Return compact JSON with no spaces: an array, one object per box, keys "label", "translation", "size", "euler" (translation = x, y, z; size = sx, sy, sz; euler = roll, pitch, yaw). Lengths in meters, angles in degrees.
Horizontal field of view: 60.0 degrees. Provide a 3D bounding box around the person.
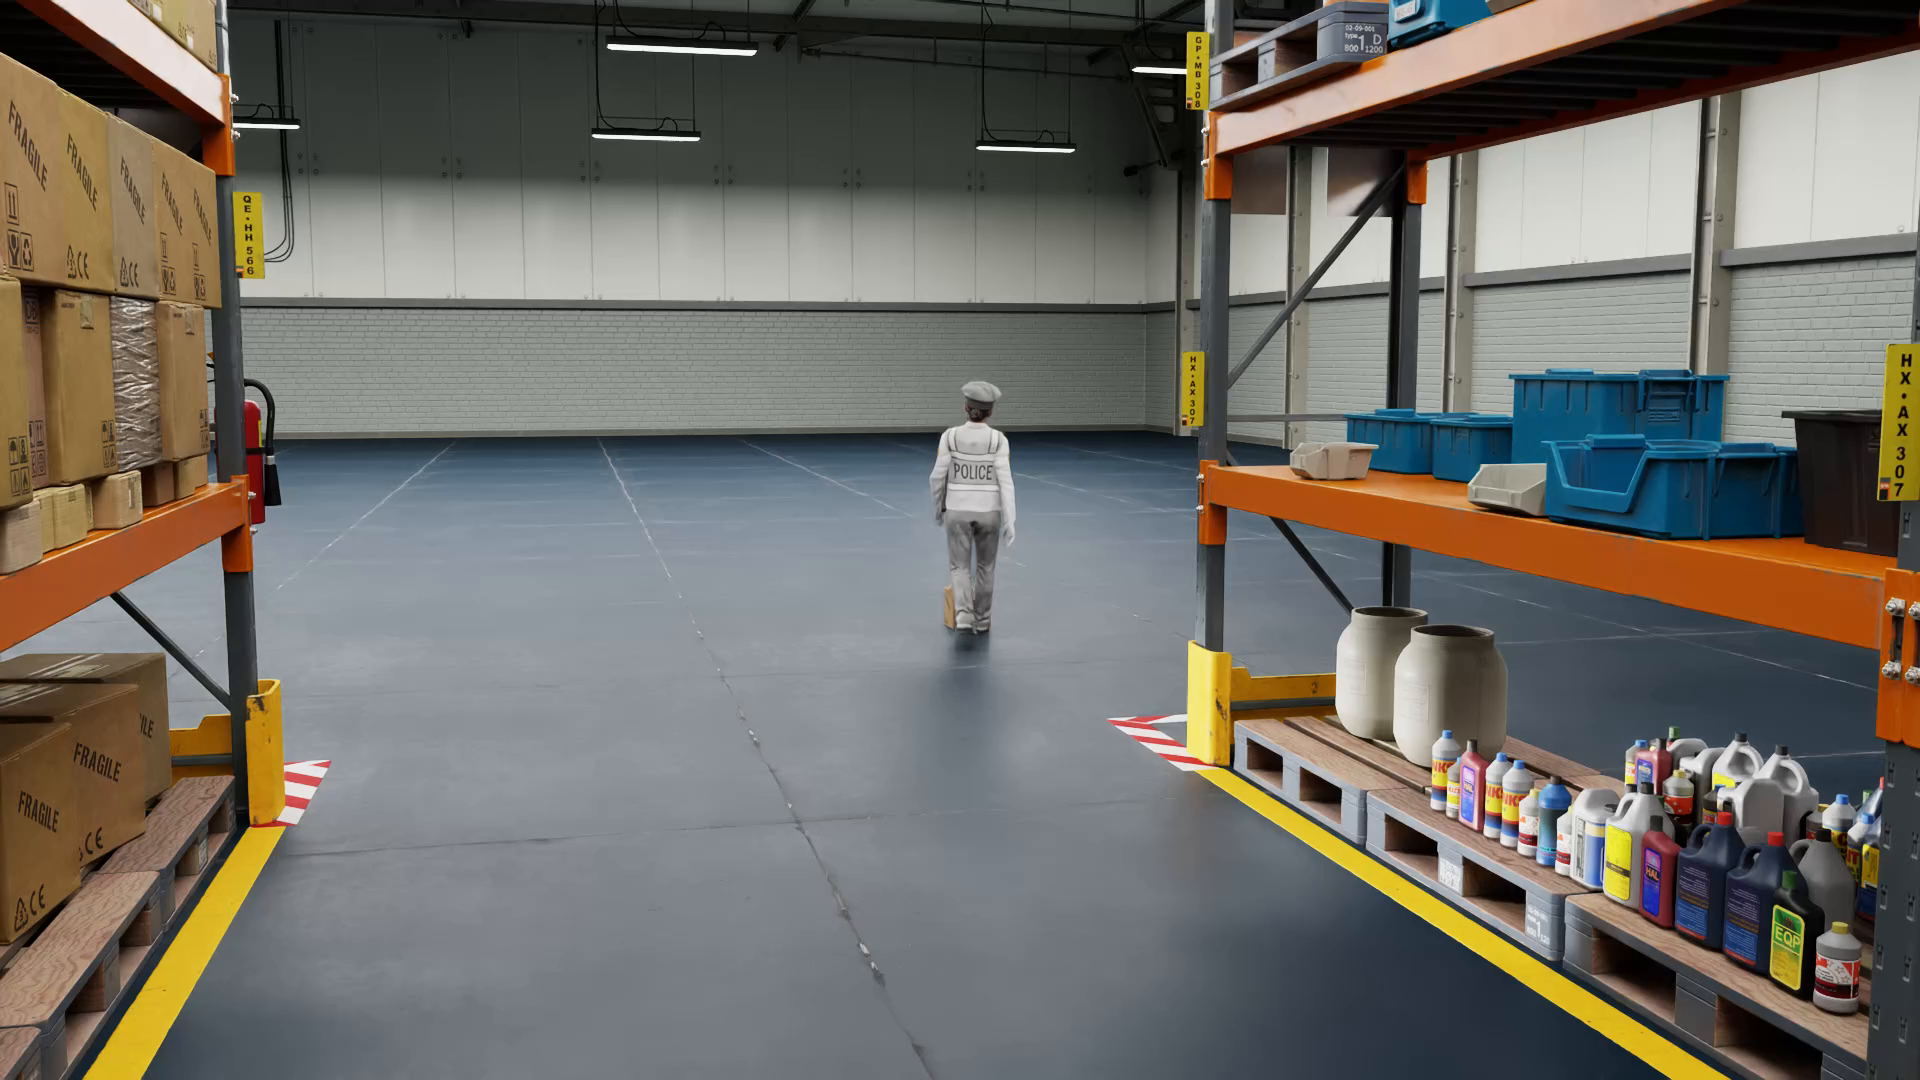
[{"label":"person","translation":[0.074,-0.193,10.499],"size":[0.534,1.615,0.897],"euler":[0,6,-1]}]
